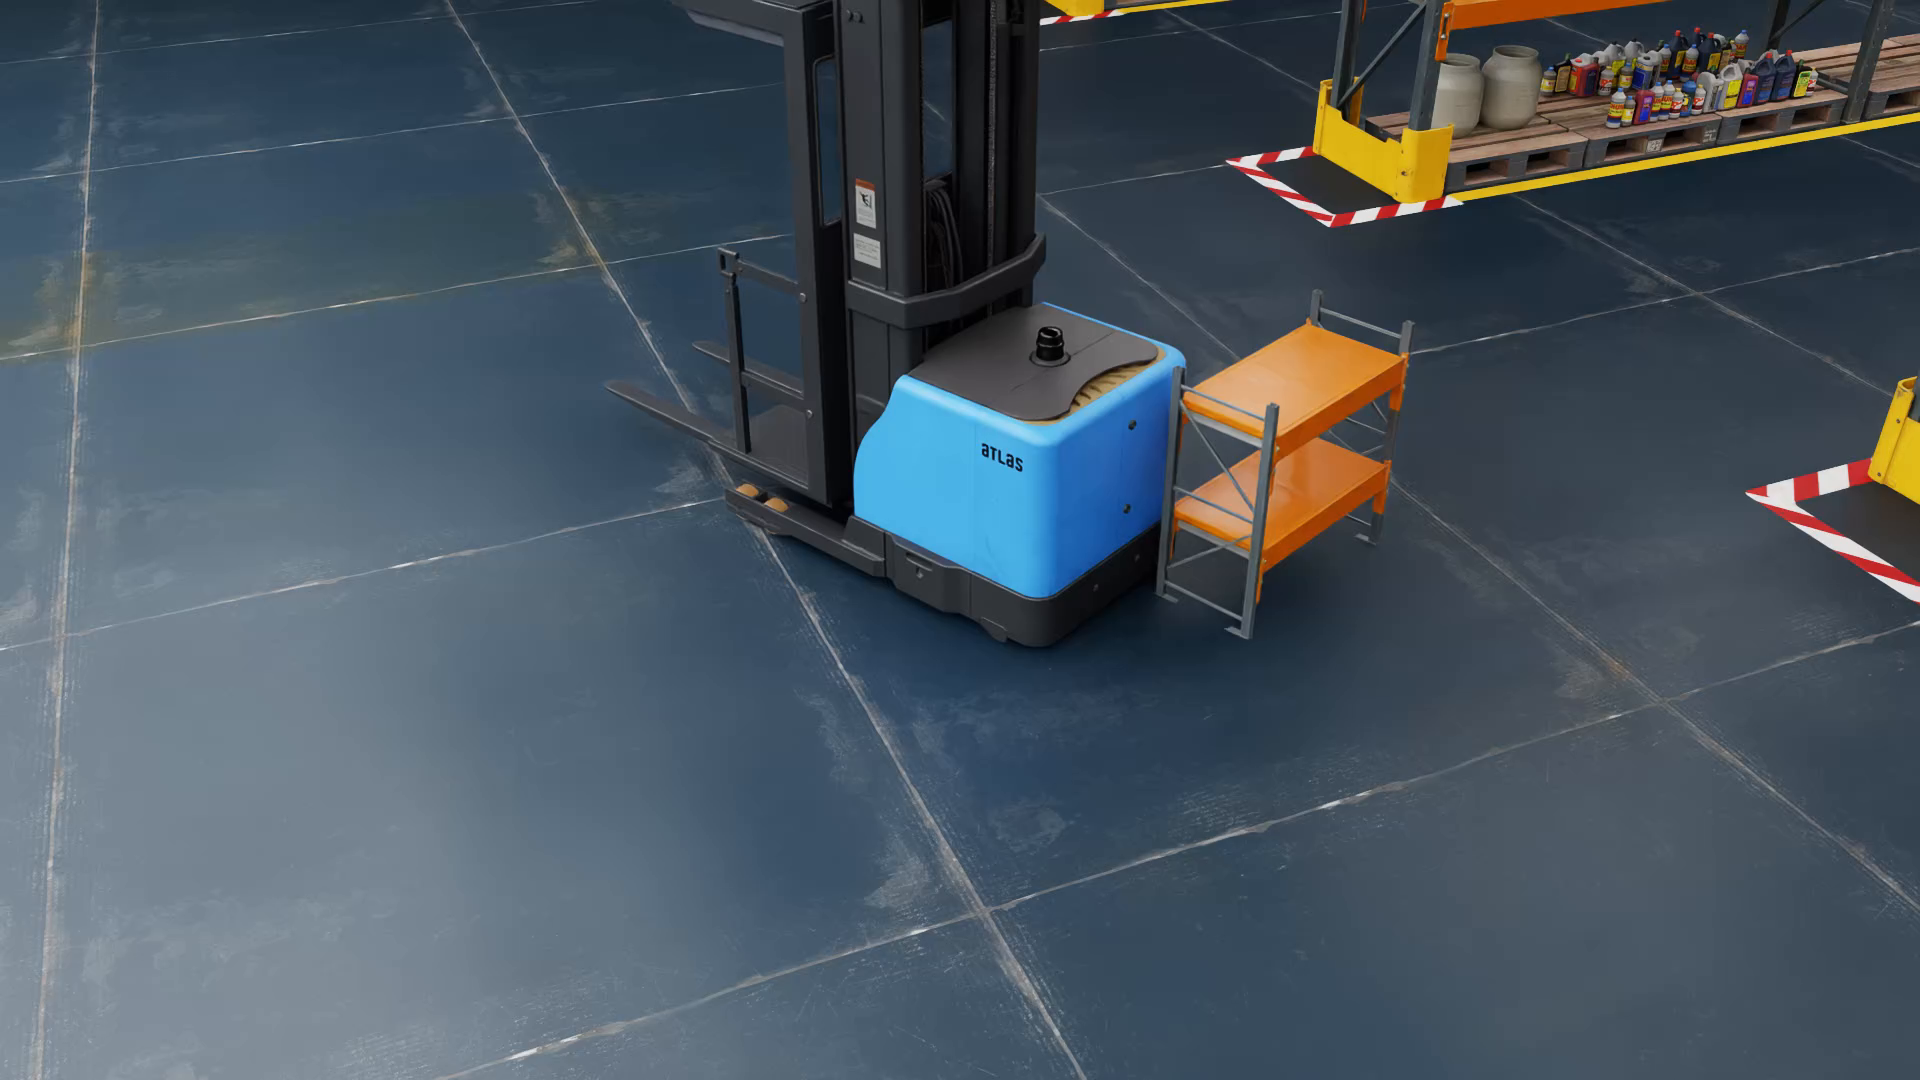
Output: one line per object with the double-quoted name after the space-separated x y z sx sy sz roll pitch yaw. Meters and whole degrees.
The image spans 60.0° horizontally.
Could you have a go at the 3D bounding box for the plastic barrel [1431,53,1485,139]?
3.456 -3.122 11.693 0.421 0.512 0.421 0 33 0 "plastic barrel"

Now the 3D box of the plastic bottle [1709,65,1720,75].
5.546 -3.358 12.247 0.133 0.283 0.061 -13 35 -19 "plastic bottle"

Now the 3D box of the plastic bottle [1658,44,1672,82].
5.367 -3.645 12.700 0.097 0.271 0.097 0 33 0 "plastic bottle"

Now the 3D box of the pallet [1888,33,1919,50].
8.402 -3.932 13.599 1.213 0.211 1.003 -13 35 -19 "pallet"

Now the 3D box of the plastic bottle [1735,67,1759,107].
5.774 -3.325 12.196 0.133 0.283 0.061 -11 35 -16 "plastic bottle"

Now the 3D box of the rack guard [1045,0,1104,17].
0.942 -5.250 15.360 0.348 0.500 1.175 -13 35 -19 "rack guard"

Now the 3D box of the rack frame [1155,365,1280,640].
1.058 -0.143 6.938 0.500 1.125 0.032 27 42 35 "rack frame"

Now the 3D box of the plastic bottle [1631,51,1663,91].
5.176 -3.538 12.531 0.135 0.276 0.152 -13 35 -19 "plastic bottle"

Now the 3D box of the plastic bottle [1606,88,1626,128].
4.671 -3.078 11.828 0.097 0.271 0.097 0 33 0 "plastic bottle"

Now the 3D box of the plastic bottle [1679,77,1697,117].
5.266 -3.214 12.038 0.097 0.271 0.097 0 33 0 "plastic bottle"

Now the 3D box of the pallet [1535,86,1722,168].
4.805 -3.106 12.330 1.213 0.211 1.003 -13 35 -19 "pallet"

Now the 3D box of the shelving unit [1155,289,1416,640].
1.408 -0.344 7.247 0.538 1.125 1.048 27 42 35 "shelving unit"

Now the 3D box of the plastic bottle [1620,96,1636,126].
4.766 -3.070 11.881 0.097 0.201 0.097 0 33 0 "plastic bottle"

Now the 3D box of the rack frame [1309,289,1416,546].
1.758 -0.545 7.556 0.500 1.125 0.032 27 42 35 "rack frame"

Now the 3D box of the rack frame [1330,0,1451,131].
2.879 -3.811 10.857 0.127 3.000 1.000 -13 35 -19 "rack frame"

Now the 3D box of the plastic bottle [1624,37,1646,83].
5.096 -3.638 12.617 0.185 0.351 0.144 -13 35 -19 "plastic bottle"

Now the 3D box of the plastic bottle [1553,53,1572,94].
4.503 -3.499 12.464 0.133 0.283 0.061 -12 35 -18 "plastic bottle"

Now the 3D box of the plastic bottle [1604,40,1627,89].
4.924 -3.599 12.556 0.185 0.351 0.144 -11 35 -17 "plastic bottle"

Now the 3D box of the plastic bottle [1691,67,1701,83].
5.417 -3.333 12.209 0.133 0.283 0.061 -13 35 -19 "plastic bottle"

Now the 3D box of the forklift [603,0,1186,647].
-0.478 -1.451 7.293 3.031 2.935 1.130 25 41 33 "forklift"

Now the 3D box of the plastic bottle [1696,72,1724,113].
5.458 -3.276 12.129 0.135 0.276 0.152 -12 35 -18 "plastic bottle"

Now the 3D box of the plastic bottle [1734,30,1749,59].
6.103 -3.849 13.014 0.097 0.271 0.097 0 33 0 "plastic bottle"

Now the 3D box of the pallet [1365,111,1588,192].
3.682 -2.851 11.938 1.213 0.211 1.003 -13 35 -19 "pallet"

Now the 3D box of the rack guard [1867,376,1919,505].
4.866 -0.289 7.735 0.348 0.500 1.175 -13 35 -19 "rack guard"

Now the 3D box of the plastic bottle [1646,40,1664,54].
5.320 -3.686 12.752 0.133 0.283 0.061 -11 35 -17 "plastic bottle"

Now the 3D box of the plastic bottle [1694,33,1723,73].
5.718 -3.695 12.704 0.185 0.351 0.144 -13 35 -19 "plastic bottle"

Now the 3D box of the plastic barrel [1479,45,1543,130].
3.918 -3.227 11.856 0.421 0.512 0.421 0 33 0 "plastic barrel"

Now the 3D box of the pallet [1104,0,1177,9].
1.653 -5.316 15.727 1.213 0.211 1.003 -13 35 -19 "pallet"

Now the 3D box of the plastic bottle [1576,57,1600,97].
4.687 -3.451 12.391 0.133 0.283 0.061 -13 35 -19 "plastic bottle"

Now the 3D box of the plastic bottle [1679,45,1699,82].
5.575 -3.643 12.697 0.097 0.271 0.097 0 33 0 "plastic bottle"

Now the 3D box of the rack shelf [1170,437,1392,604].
1.408 -0.139 7.380 0.538 0.278 1.000 27 42 35 "rack shelf"

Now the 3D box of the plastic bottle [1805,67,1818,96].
6.353 -3.434 12.439 0.097 0.201 0.097 0 33 0 "plastic bottle"

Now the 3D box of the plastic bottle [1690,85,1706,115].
5.360 -3.206 12.090 0.097 0.201 0.097 0 33 0 "plastic bottle"

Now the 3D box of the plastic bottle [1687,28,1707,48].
5.662 -3.768 12.816 0.185 0.351 0.144 -12 35 -18 "plastic bottle"

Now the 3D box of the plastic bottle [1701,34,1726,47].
5.816 -3.769 12.887 0.135 0.276 0.152 -12 35 -17 "plastic bottle"

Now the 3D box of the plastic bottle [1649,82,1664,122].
4.987 -3.150 11.939 0.097 0.271 0.097 0 33 0 "plastic bottle"

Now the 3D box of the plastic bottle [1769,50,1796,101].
6.085 -3.449 12.325 0.185 0.351 0.144 -14 36 -20 "plastic bottle"

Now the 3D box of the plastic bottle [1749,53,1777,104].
5.908 -3.408 12.263 0.185 0.351 0.144 -15 36 -21 "plastic bottle"

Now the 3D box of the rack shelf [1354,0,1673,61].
4.723 -3.932 11.702 4.000 0.370 1.077 -13 35 -19 "rack shelf"

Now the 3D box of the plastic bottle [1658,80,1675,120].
5.079 -3.171 11.972 0.097 0.271 0.097 0 33 0 "plastic bottle"

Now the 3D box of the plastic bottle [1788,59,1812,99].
6.251 -3.434 12.364 0.133 0.283 0.061 -11 35 -17 "plastic bottle"

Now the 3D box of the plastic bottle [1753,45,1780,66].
6.029 -3.521 12.437 0.185 0.351 0.144 -13 35 -19 "plastic bottle"

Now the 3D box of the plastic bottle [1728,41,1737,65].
6.010 -3.799 13.000 0.097 0.201 0.097 0 33 0 "plastic bottle"

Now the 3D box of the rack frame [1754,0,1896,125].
6.567 -4.655 12.155 0.127 3.000 1.000 -13 35 -19 "rack frame"

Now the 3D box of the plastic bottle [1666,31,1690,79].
5.488 -3.728 12.755 0.185 0.351 0.144 -14 36 -21 "plastic bottle"

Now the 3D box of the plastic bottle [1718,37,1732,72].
5.858 -3.719 12.803 0.133 0.283 0.061 -13 35 -19 "plastic bottle"

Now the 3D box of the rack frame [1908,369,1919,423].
4.796 -1.320 7.029 0.127 3.000 1.000 -13 35 -19 "rack frame"

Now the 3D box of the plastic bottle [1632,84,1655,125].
4.887 -3.121 11.884 0.133 0.283 0.061 -12 35 -18 "plastic bottle"

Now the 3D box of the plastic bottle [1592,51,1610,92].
4.773 -3.531 12.520 0.135 0.276 0.152 -14 36 -20 "plastic bottle"

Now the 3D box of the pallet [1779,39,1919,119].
7.276 -3.672 13.200 1.213 0.211 1.003 -13 35 -19 "pallet"

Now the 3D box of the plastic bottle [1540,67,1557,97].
4.402 -3.431 12.435 0.097 0.201 0.097 0 33 0 "plastic bottle"

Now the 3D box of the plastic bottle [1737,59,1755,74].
5.827 -3.446 12.390 0.135 0.276 0.152 -13 35 -19 "plastic bottle"

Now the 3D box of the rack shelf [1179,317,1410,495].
1.408 -0.589 7.087 0.538 0.278 1.000 27 42 35 "rack shelf"

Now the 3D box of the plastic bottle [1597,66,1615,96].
4.839 -3.441 12.450 0.097 0.201 0.097 0 33 0 "plastic bottle"

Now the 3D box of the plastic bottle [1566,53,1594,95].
4.645 -3.501 12.475 0.135 0.276 0.152 -13 35 -19 "plastic bottle"

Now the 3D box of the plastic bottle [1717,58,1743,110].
5.610 -3.340 12.158 0.185 0.351 0.144 -13 35 -19 "plastic bottle"

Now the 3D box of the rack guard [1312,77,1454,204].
2.931 -2.803 11.599 0.348 0.500 1.175 -13 35 -19 "rack guard"

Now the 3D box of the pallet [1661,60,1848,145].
5.931 -3.366 12.729 1.213 0.211 1.003 -13 35 -19 "pallet"

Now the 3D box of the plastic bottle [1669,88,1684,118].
5.171 -3.163 12.023 0.097 0.201 0.097 0 33 0 "plastic bottle"

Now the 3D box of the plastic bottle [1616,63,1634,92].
5.012 -3.485 12.518 0.097 0.201 0.097 0 33 0 "plastic bottle"
